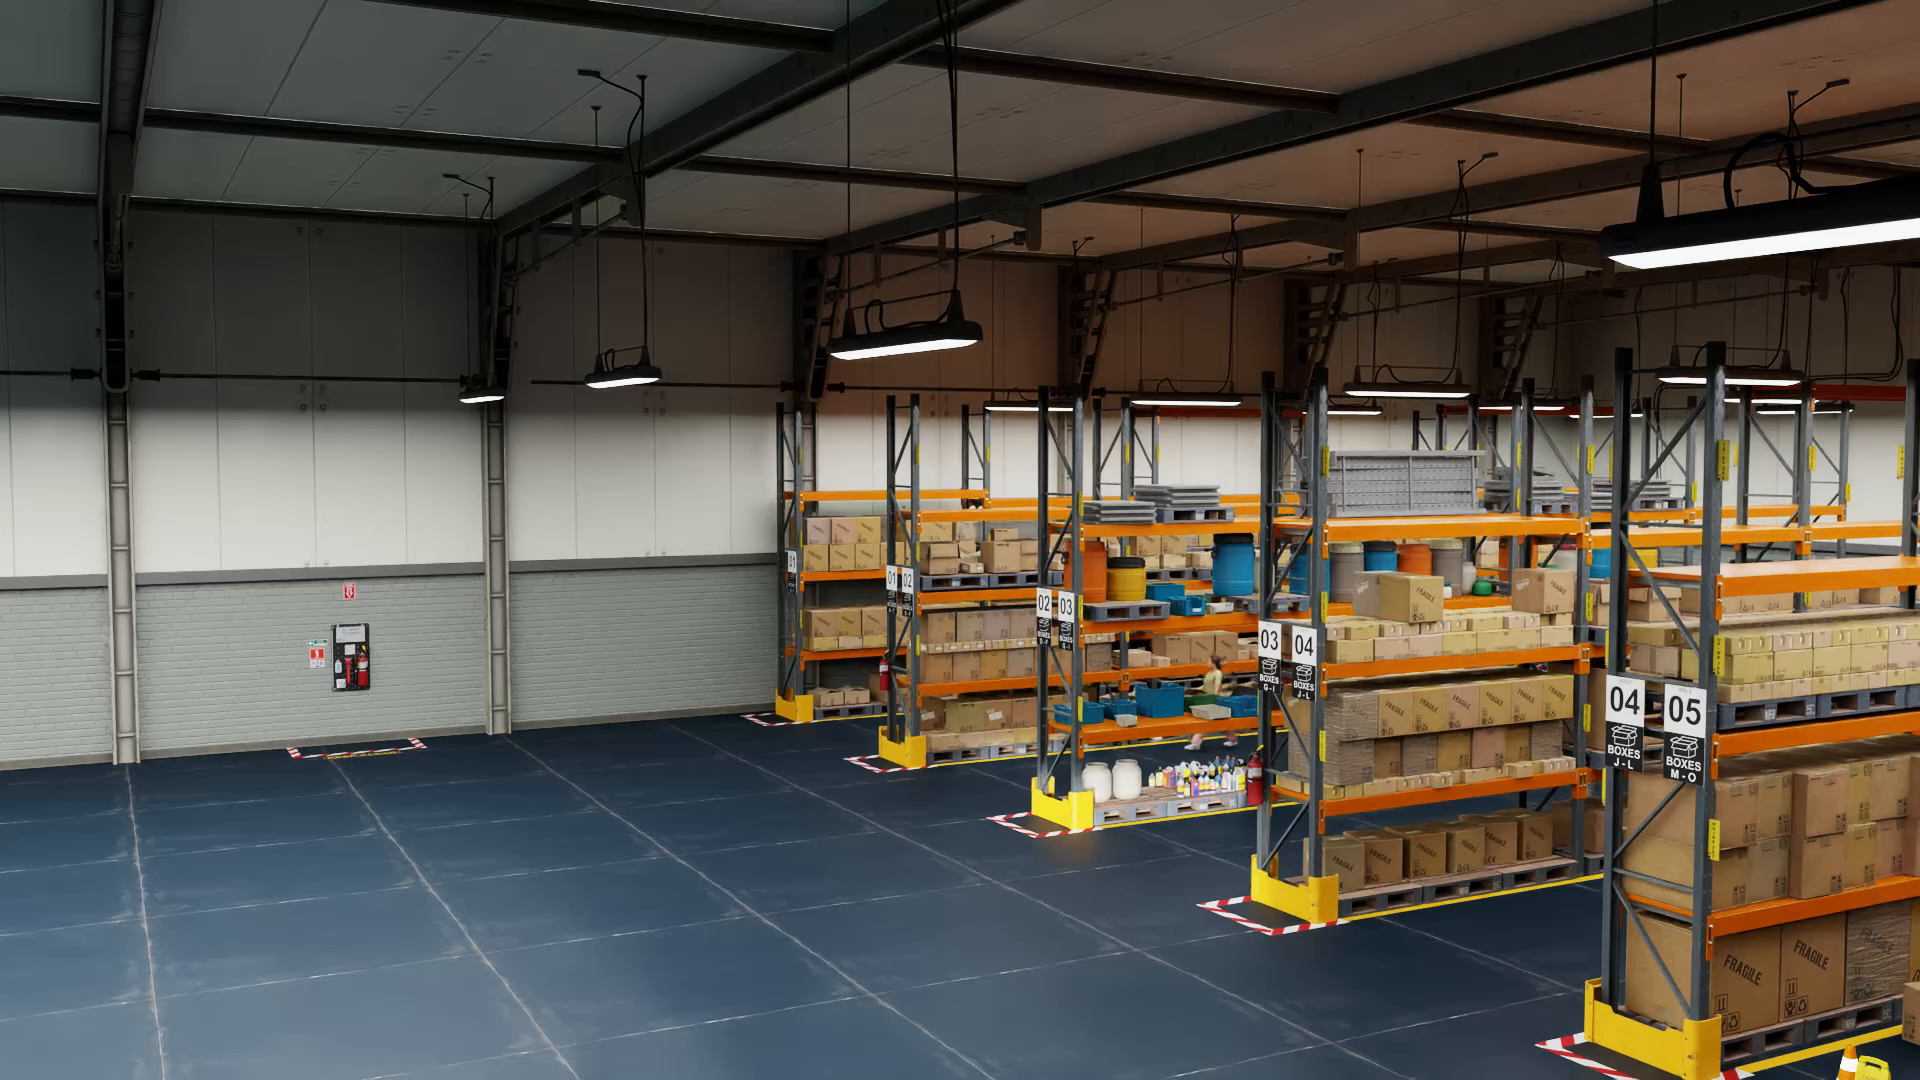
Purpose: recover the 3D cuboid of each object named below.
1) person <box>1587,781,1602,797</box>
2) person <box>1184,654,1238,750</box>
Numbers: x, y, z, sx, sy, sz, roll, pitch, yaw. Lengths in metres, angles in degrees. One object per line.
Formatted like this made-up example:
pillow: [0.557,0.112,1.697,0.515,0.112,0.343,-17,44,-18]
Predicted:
person: [8.929,2.948,23.454,1.042,1.728,0.704,-1,3,-18]
person: [4.288,2.748,28.186,1.058,1.605,0.429,-2,4,-30]
